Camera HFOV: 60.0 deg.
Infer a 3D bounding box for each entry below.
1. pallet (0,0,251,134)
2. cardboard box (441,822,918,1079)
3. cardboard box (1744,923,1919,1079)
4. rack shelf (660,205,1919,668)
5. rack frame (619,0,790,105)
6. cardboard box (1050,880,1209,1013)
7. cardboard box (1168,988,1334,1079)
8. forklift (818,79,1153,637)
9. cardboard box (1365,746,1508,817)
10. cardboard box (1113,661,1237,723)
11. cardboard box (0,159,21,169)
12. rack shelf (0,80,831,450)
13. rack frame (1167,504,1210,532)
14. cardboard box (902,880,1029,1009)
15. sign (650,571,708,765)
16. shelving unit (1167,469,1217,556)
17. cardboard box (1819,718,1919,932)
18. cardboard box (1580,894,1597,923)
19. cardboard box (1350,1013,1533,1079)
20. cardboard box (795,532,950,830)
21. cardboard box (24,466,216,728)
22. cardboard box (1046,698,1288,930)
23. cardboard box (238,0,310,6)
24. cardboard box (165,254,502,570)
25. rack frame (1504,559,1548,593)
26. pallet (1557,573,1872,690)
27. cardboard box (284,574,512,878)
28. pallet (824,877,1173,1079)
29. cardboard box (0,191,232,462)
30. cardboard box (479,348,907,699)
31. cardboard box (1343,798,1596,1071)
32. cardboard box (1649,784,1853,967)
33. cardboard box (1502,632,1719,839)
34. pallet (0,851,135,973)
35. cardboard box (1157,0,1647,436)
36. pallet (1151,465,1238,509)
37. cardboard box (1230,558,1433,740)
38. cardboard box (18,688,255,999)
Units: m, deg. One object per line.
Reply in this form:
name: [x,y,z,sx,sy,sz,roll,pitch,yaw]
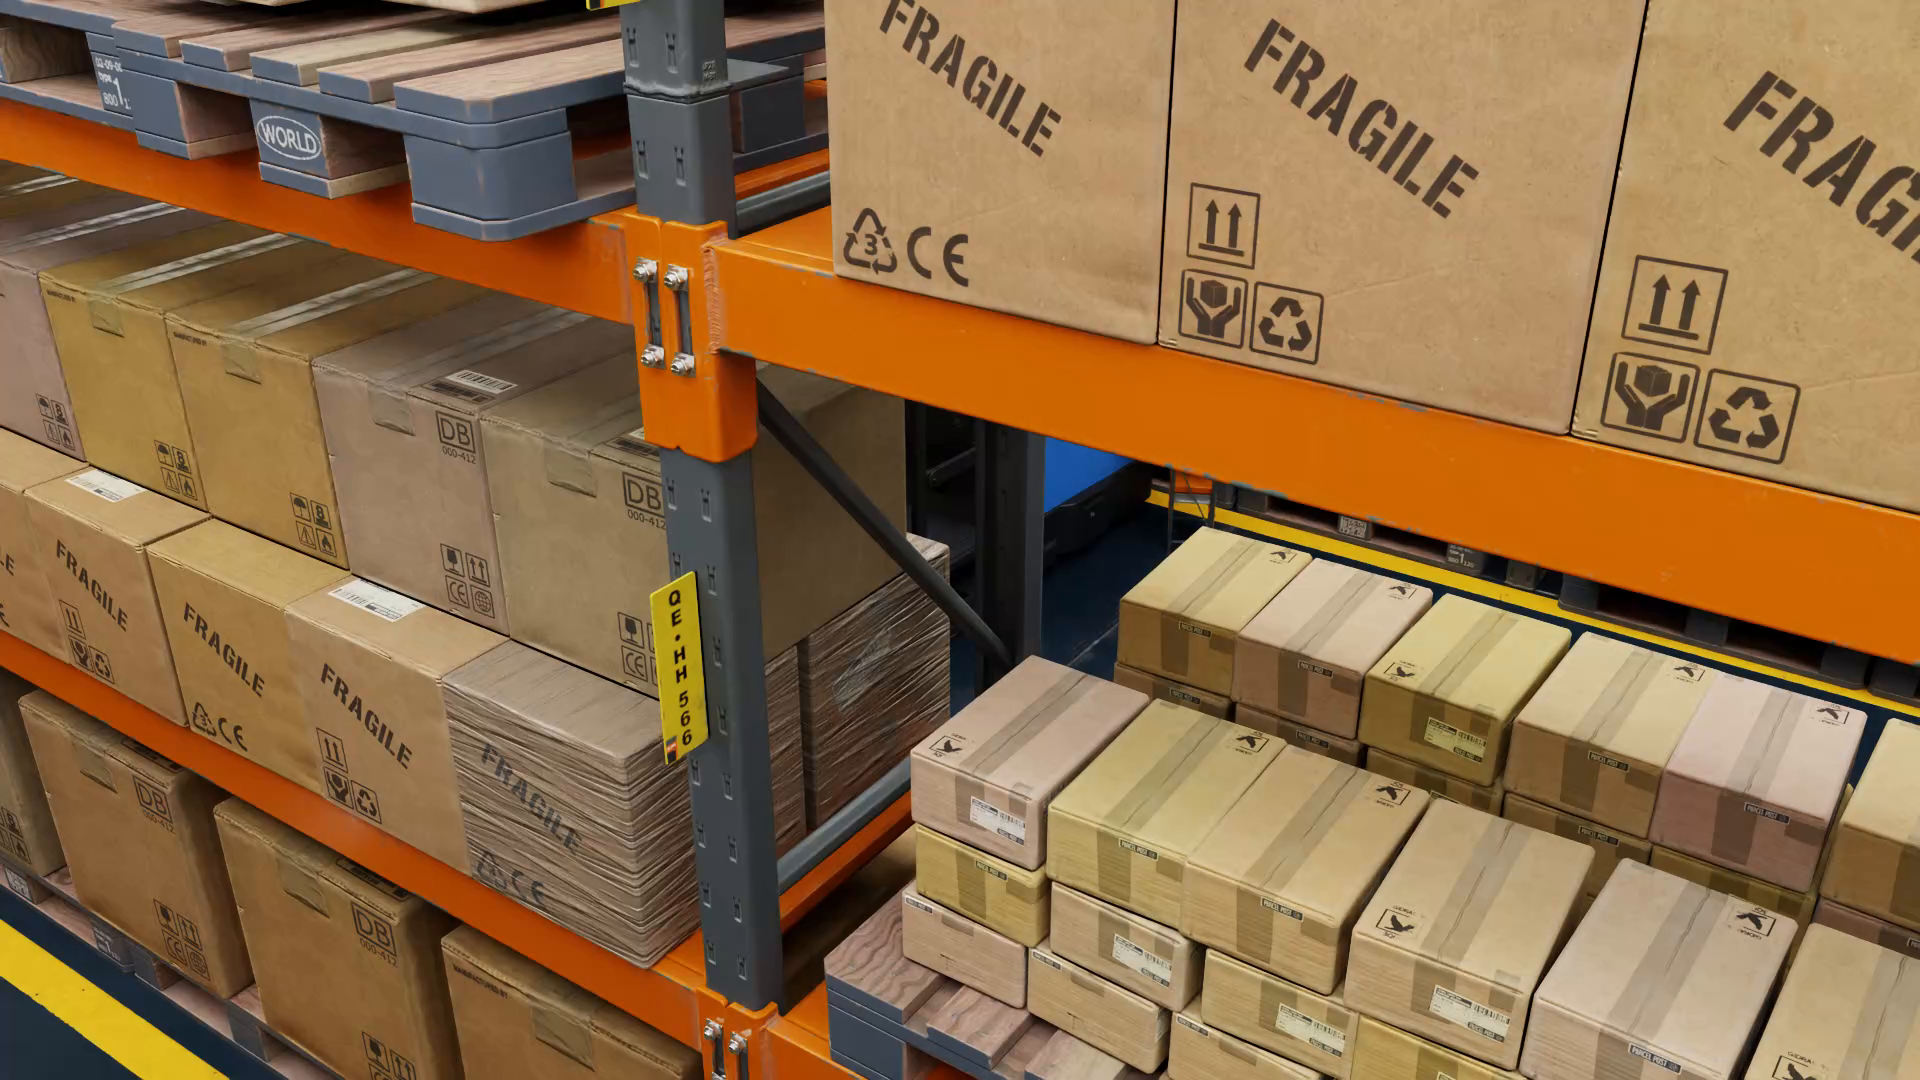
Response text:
pallet: [-1.635,-1.163,3.628,1.213,0.211,1.003,19,33,33]
cardboard box: [-0.601,1.147,4.206,0.750,0.750,1.050,17,31,30]
cardboard box: [1.205,0.709,2.207,0.250,0.149,0.380,18,32,32]
rack shelf: [1.498,0.019,1.891,4.000,0.370,1.077,17,32,30]
rack frame: [-0.150,-2.152,2.057,0.127,3.000,1.000,17,32,30]
cardboard box: [0.359,0.582,2.785,0.250,0.149,0.380,19,33,33]
cardboard box: [0.548,0.775,2.734,0.250,0.149,0.380,19,33,33]
forklift: [-0.387,-1.085,6.650,1.130,2.935,3.031,20,33,34]
cardboard box: [0.954,0.405,3.133,0.250,0.149,0.380,18,32,31]
cardboard box: [0.515,0.271,3.397,0.250,0.149,0.380,18,32,31]
cardboard box: [-3.035,-0.870,4.940,0.500,0.500,0.700,17,31,29]
rack shelf: [-1.799,-1.008,3.910,4.000,0.370,1.077,17,32,30]
rack frame: [1.076,-0.503,7.581,0.200,1.050,0.008,3,27,6]
cardboard box: [0.104,0.637,3.005,0.250,0.149,0.380,17,31,30]
sign: [-0.462,0.214,2.746,0.005,0.325,0.100,17,32,30]
shelving unit: [1.061,-0.448,7.473,0.215,1.050,0.252,3,27,6]
cardboard box: [1.578,0.469,2.680,0.250,0.149,0.380,19,33,33]
cardboard box: [1.136,0.597,3.084,0.250,0.149,0.380,17,31,30]
cardboard box: [0.789,0.714,2.526,0.250,0.149,0.380,17,32,31]
cardboard box: [-0.368,0.261,3.820,0.500,0.500,0.500,18,32,31]
cardboard box: [-1.921,0.075,4.186,0.500,0.500,0.500,18,32,31]
cardboard box: [0.344,0.440,2.735,0.250,0.149,0.380,16,31,29]
cardboard box: [-1.182,-1.163,2.947,0.500,0.311,0.500,17,32,30]
cardboard box: [-1.357,-0.348,3.914,0.500,0.500,0.700,17,31,30]
rack frame: [2.741,-1.307,7.010,0.127,3.000,1.000,17,32,30]
pallet: [3.348,0.167,7.190,1.213,0.211,1.003,17,32,30]
cardboard box: [-1.084,0.333,3.678,0.500,0.500,0.500,17,32,30]
pallet: [0.497,0.750,3.180,1.003,0.211,1.213,17,32,30]
cardboard box: [-2.194,-0.609,4.427,0.500,0.500,0.700,18,32,31]
cardboard box: [-0.515,-0.087,3.402,0.500,0.500,0.700,17,32,30]
cardboard box: [0.761,0.573,2.474,0.250,0.149,0.380,16,31,28]
cardboard box: [1.364,0.534,2.879,0.250,0.149,0.380,17,32,30]
cardboard box: [1.157,0.336,2.941,0.250,0.149,0.380,18,32,32]
pallet: [-2.769,0.907,5.734,1.213,0.211,1.003,17,32,30]
cardboard box: [0.586,-0.488,1.984,0.500,0.500,0.500,17,32,30]
pallet: [1.096,-0.579,8.654,1.213,0.211,1.003,17,32,30]
cardboard box: [0.719,0.201,3.206,0.250,0.149,0.380,17,31,30]
cardboard box: [-2.092,0.685,5.114,0.750,0.750,1.050,17,32,30]
